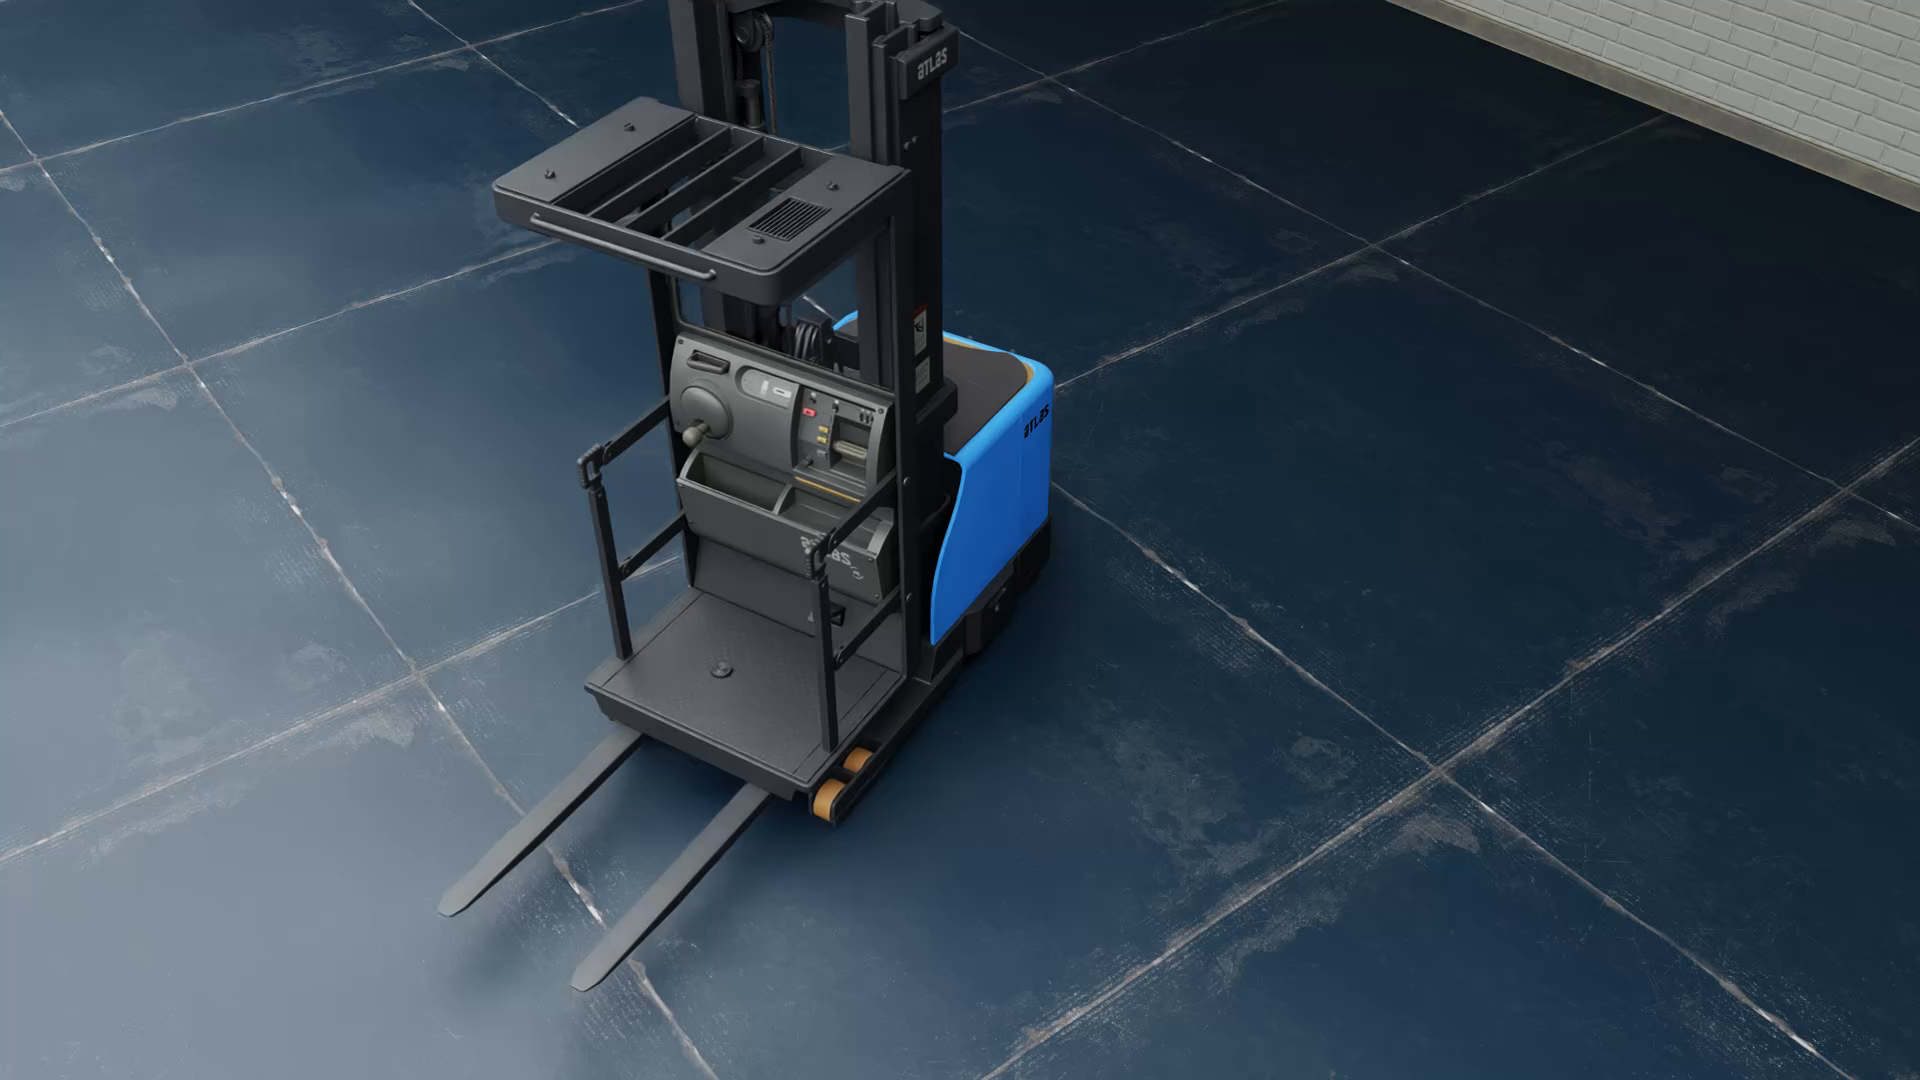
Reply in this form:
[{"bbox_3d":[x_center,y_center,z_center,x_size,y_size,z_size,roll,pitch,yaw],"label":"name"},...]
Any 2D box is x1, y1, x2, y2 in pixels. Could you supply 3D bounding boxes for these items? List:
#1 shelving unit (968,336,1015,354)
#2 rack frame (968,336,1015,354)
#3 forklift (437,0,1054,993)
[{"bbox_3d":[0.087,-0.472,7.616,0.258,0.900,0.210,21,44,23],"label":"shelving unit"},{"bbox_3d":[0.139,-0.527,7.683,0.240,0.900,0.006,21,44,23],"label":"rack frame"},{"bbox_3d":[-0.775,-0.383,5.906,1.130,2.935,3.031,21,44,23],"label":"forklift"}]
